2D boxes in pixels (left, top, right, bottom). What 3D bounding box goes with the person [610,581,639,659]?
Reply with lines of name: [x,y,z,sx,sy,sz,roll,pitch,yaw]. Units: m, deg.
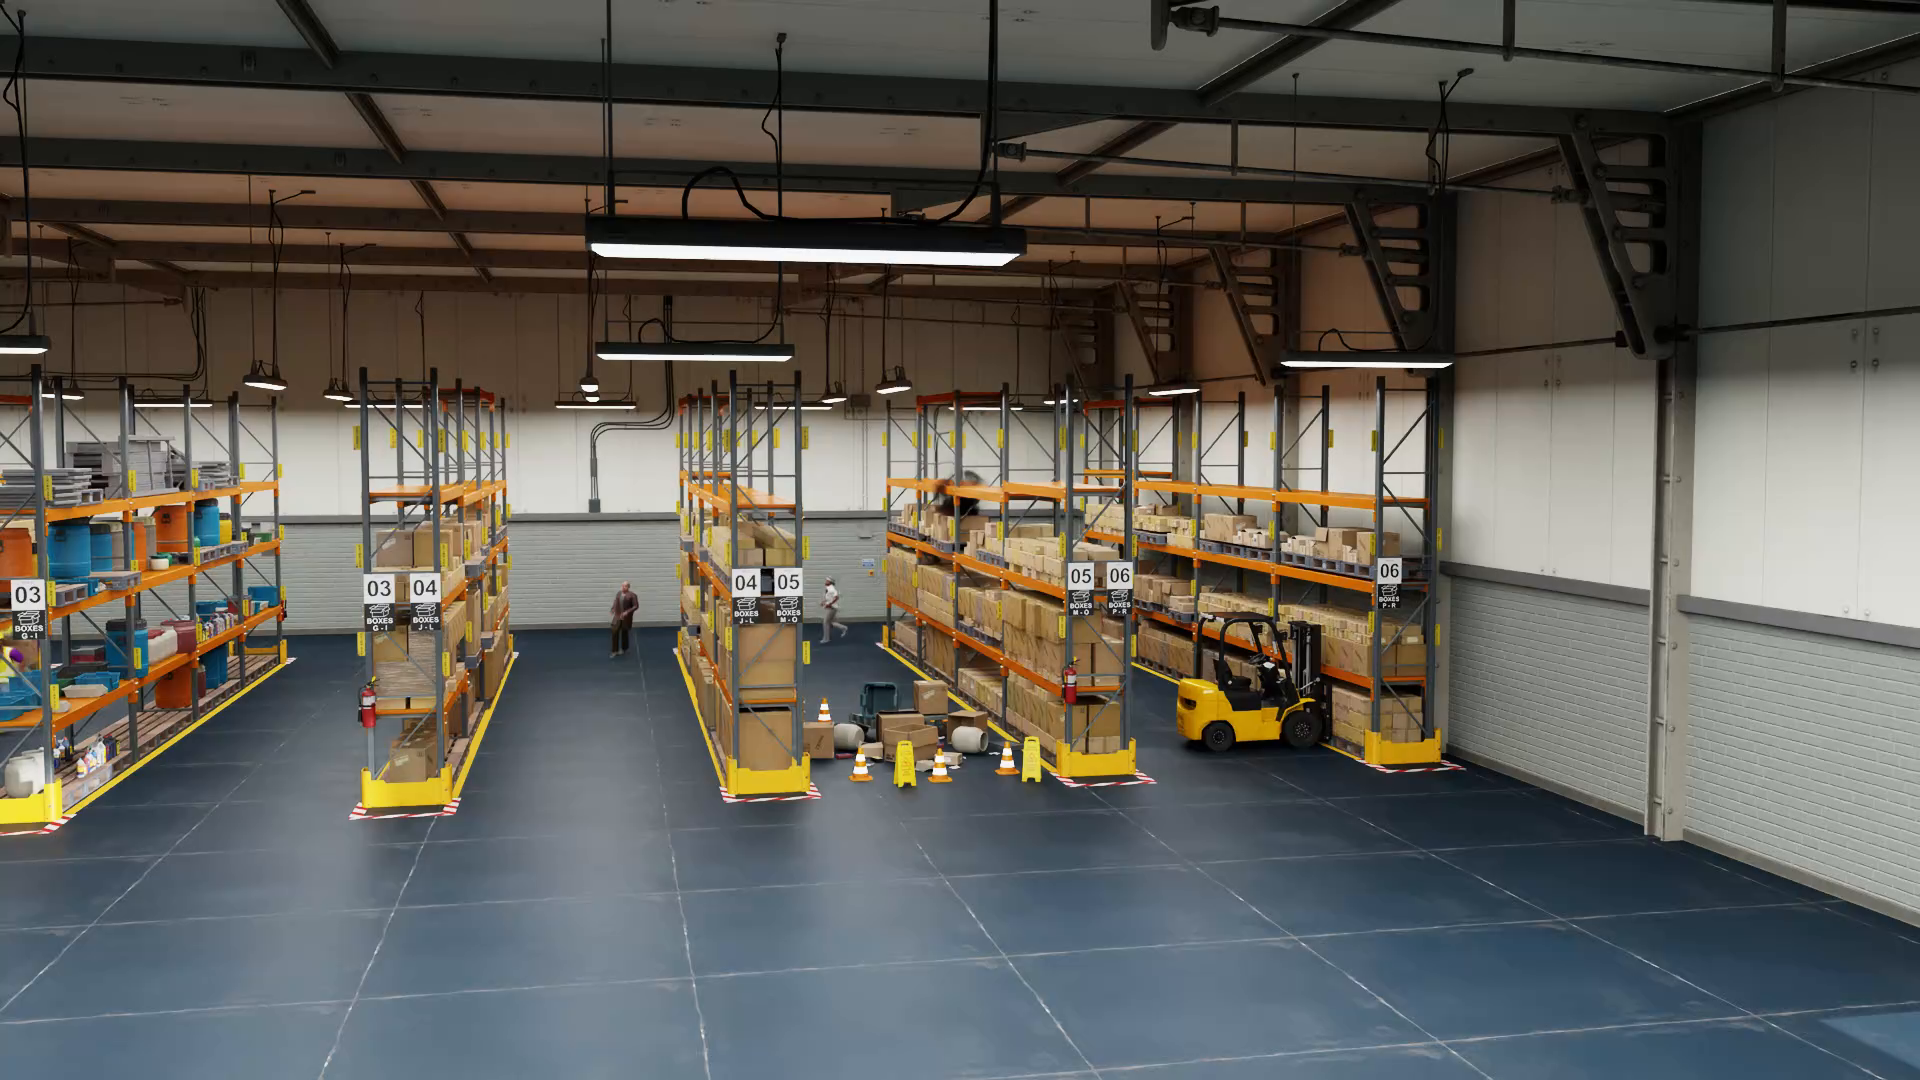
person: [-7.775,1.849,38.649,0.743,1.816,0.893,1,3,9]

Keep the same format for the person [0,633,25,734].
person: [-16.334,2.436,28.284,0.673,1.748,0.678,-1,4,-16]

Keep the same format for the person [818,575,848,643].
person: [-3.140,1.718,41.360,0.769,1.696,0.586,-1,3,-12]
